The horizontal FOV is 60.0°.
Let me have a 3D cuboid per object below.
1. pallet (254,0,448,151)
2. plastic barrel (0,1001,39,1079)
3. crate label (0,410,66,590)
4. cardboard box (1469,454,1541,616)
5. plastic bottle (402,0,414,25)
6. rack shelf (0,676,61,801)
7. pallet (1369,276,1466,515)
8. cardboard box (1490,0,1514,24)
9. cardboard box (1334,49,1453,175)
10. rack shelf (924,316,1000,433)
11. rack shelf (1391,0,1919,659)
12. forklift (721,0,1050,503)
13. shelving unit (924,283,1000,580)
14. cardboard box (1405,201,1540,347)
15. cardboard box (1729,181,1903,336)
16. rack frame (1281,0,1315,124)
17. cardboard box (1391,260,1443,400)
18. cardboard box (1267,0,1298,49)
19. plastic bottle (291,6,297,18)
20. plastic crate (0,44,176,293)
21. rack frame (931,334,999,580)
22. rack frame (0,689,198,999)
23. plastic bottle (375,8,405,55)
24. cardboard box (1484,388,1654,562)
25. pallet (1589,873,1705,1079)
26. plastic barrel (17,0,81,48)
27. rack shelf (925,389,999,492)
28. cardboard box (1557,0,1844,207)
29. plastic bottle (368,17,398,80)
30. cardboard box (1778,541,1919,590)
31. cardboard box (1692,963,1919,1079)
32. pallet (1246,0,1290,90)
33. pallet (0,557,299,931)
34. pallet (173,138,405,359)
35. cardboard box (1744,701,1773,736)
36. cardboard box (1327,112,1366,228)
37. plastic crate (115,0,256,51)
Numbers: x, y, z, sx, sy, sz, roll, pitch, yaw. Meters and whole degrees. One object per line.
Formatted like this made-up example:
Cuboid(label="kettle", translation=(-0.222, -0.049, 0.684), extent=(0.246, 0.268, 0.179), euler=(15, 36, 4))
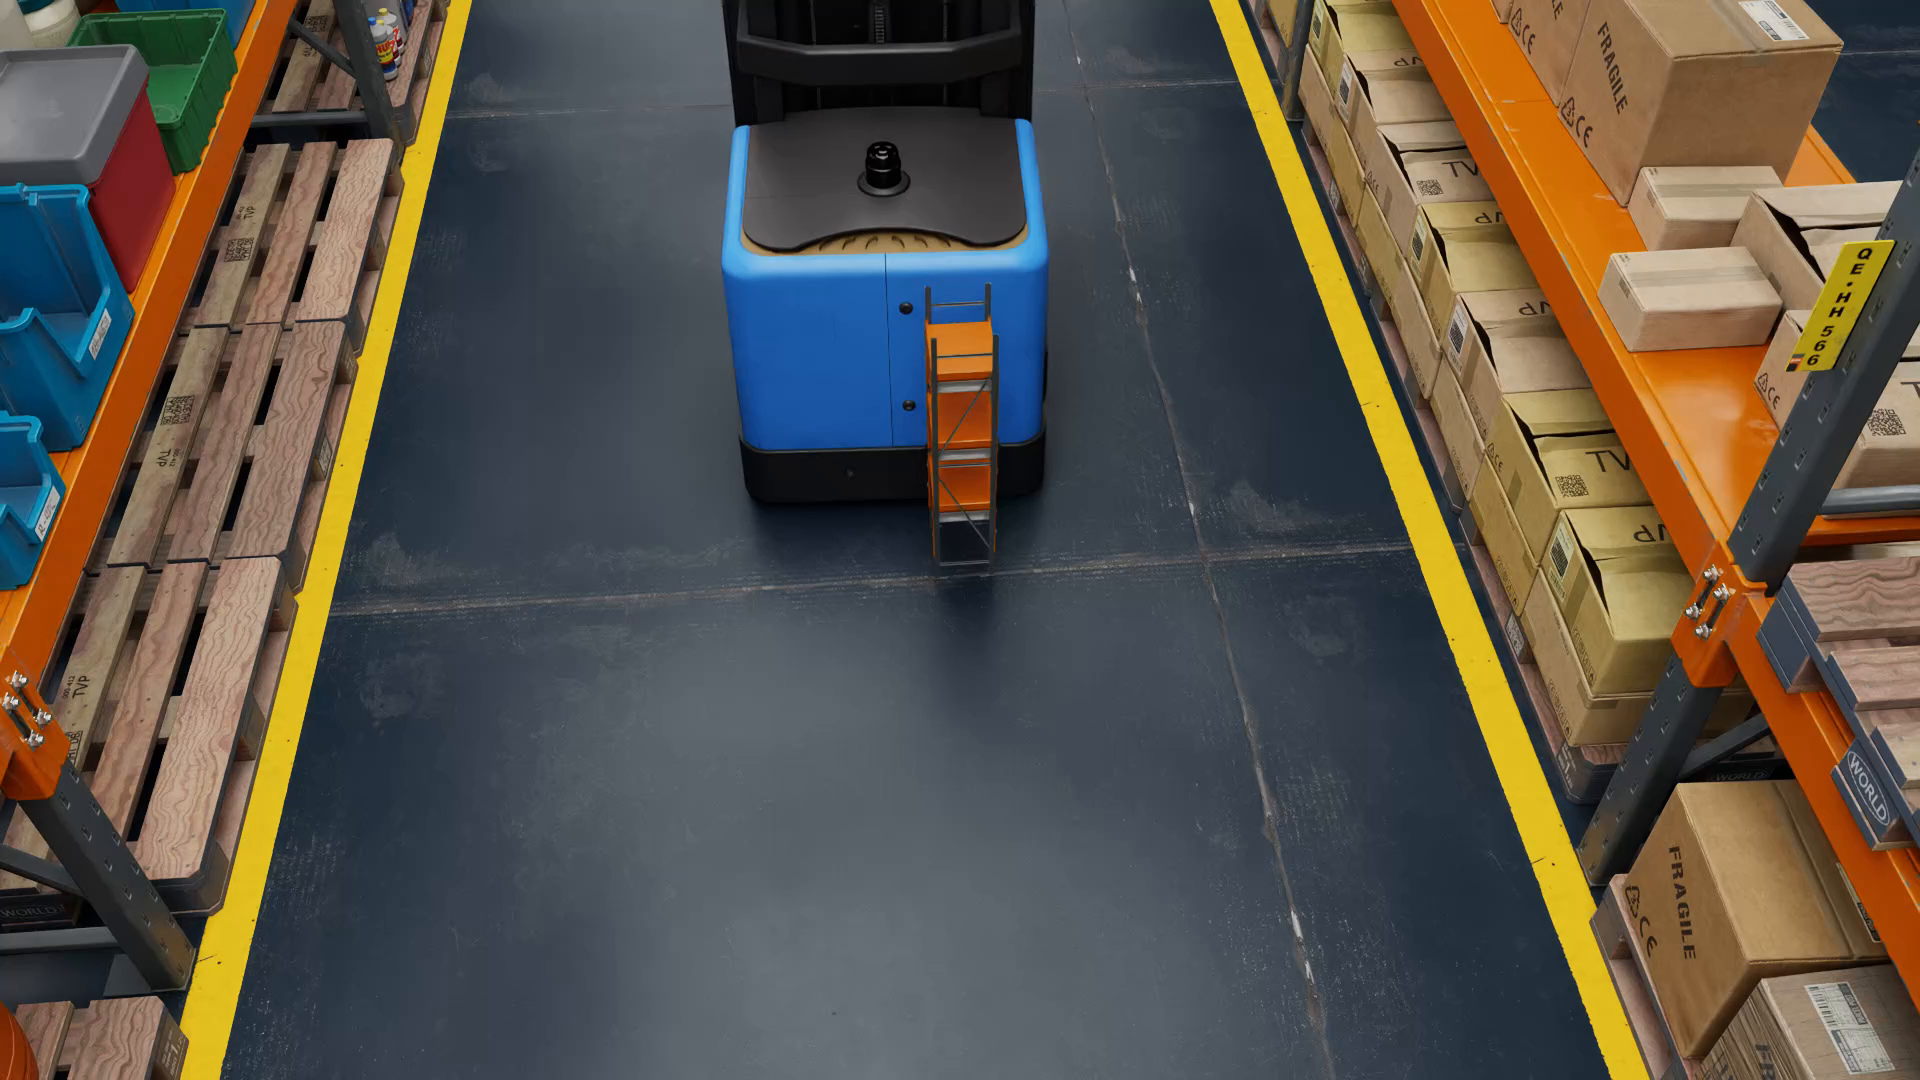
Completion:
Cuboid(label="pallet", translation=(-2.978, -2.227, 7.713), extent=(1.003, 0.211, 1.213), euler=(-3, 47, -3))
Cuboid(label="plastic barrel", translation=(-2.570, 1.152, 3.799), extent=(0.600, 0.830, 0.708), euler=(-3, 47, -3))
Cuboid(label="crate label", translation=(-2.290, -0.073, 3.868), extent=(0.303, 0.233, 0.416), euler=(-3, 47, -3))
Cuboid(label="cardboard box", translation=(1.974, -0.039, 5.325), extent=(0.500, 0.250, 0.500), euler=(-4, 47, -4))
Cuboid(label="plastic bottle", translation=(-2.617, -2.547, 7.617), extent=(0.144, 0.351, 0.185), euler=(-2, 47, -2))
Cuboid(label="rack shelf", translation=(-2.461, 1.891, 2.388), extent=(1.077, 0.370, 4.000), euler=(-3, 47, -3))
Cuboid(label="pallet", translation=(2.179, -0.621, 6.193), extent=(1.003, 0.211, 1.213), euler=(-3, 47, -3))
Cuboid(label="cardboard box", translation=(2.065, -2.092, 5.596), extent=(0.500, 0.500, 0.500), euler=(0, 47, 0))
Cuboid(label="cardboard box", translation=(1.796, -1.710, 6.522), extent=(0.500, 0.311, 0.500), euler=(-4, 47, -4))
Cuboid(label="rack shelf", translation=(0.004, -0.510, 5.134), extent=(0.215, 0.259, 0.240), euler=(-3, 47, -3))
Cuboid(label="rack shelf", translation=(2.141, -1.301, 5.412), extent=(1.077, 0.370, 4.000), euler=(-3, 47, -3))
Cuboid(label="forklift", translation=(-0.292, -2.199, 5.814), extent=(1.130, 2.935, 3.031), euler=(-2, 47, -2))
Cuboid(label="shelving unit", translation=(0.004, -0.322, 5.332), extent=(0.215, 1.050, 0.252), euler=(-3, 47, -3))
Cuboid(label="cardboard box", translation=(1.890, -0.961, 5.812), extent=(0.500, 0.311, 0.500), euler=(-2, 47, -2))
Cuboid(label="cardboard box", translation=(2.426, -0.730, 4.436), extent=(0.500, 0.311, 0.500), euler=(-4, 47, -4))
Cuboid(label="rack frame", translation=(1.973, -2.995, 6.521), extent=(1.000, 3.000, 0.127), euler=(-3, 47, -3))
Cuboid(label="cardboard box", translation=(1.889, -0.775, 6.022), extent=(0.500, 0.250, 0.500), euler=(-3, 47, -3))
Cuboid(label="cardboard box", translation=(1.717, -2.516, 7.672), extent=(0.500, 0.250, 0.500), euler=(-3, 47, -3))
Cuboid(label="plastic bottle", translation=(-3.175, -2.526, 7.649), extent=(0.152, 0.276, 0.135), euler=(-3, 47, -3))
Cuboid(label="plastic crate", translation=(-2.458, -1.013, 4.599), extent=(0.402, 0.464, 0.583), euler=(-3, 47, -3))
Cuboid(label="rack frame", translation=(0.015, -0.234, 5.249), extent=(0.200, 1.050, 0.008), euler=(-3, 47, -3))
Cuboid(label="rack frame", translation=(-2.628, 0.197, 3.497), extent=(1.000, 3.000, 0.127), euler=(-3, 47, -3))
Cuboid(label="plastic bottle", translation=(-2.570, -2.290, 7.478), extent=(0.097, 0.201, 0.097), euler=(0, 47, 0))
Cuboid(label="cardboard box", translation=(1.969, -0.233, 5.123), extent=(0.500, 0.311, 0.500), euler=(-4, 47, -4))
Cuboid(label="pallet", translation=(2.333, 1.400, 4.279), extent=(1.003, 0.211, 1.213), euler=(-3, 47, -3))
Cuboid(label="plastic barrel", translation=(-3.005, -1.682, 5.373), extent=(0.301, 0.262, 0.301), euler=(0, 47, 0))
Cuboid(label="rack shelf", translation=(0.004, -0.315, 5.340), extent=(0.215, 0.259, 0.240), euler=(-3, 47, -3))
Cuboid(label="cardboard box", translation=(2.151, -1.349, 4.893), extent=(0.500, 0.500, 0.500), euler=(-6, 47, -5))
Cuboid(label="plastic bottle", translation=(-2.553, -2.167, 7.313), extent=(0.097, 0.271, 0.097), euler=(0, 47, 0))
Cuboid(label="cardboard box", translation=(2.557, 0.110, 4.798), extent=(0.500, 0.311, 0.500), euler=(-2, 47, -2))
Cuboid(label="cardboard box", translation=(2.111, 1.332, 3.841), extent=(0.500, 0.500, 0.500), euler=(-5, 47, -5))
Cuboid(label="pallet", translation=(1.948, -2.614, 8.081), extent=(1.003, 0.211, 1.213), euler=(-3, 47, -3))
Cuboid(label="pallet", translation=(-2.654, 0.593, 5.043), extent=(1.003, 0.211, 1.213), euler=(-3, 47, -3))
Cuboid(label="pallet", translation=(-2.859, -1.172, 6.715), extent=(1.003, 0.211, 1.213), euler=(-3, 47, -3))
Cuboid(label="cardboard box", translation=(2.557, 0.303, 5.002), extent=(0.500, 0.250, 0.500), euler=(-4, 47, -3))
Cuboid(label="cardboard box", translation=(1.802, -1.517, 6.726), extent=(0.500, 0.250, 0.500), euler=(-2, 47, -2))
Cuboid(label="plastic crate", translation=(-2.561, -1.912, 5.506), extent=(0.392, 0.384, 0.575), euler=(-3, 47, -3))
